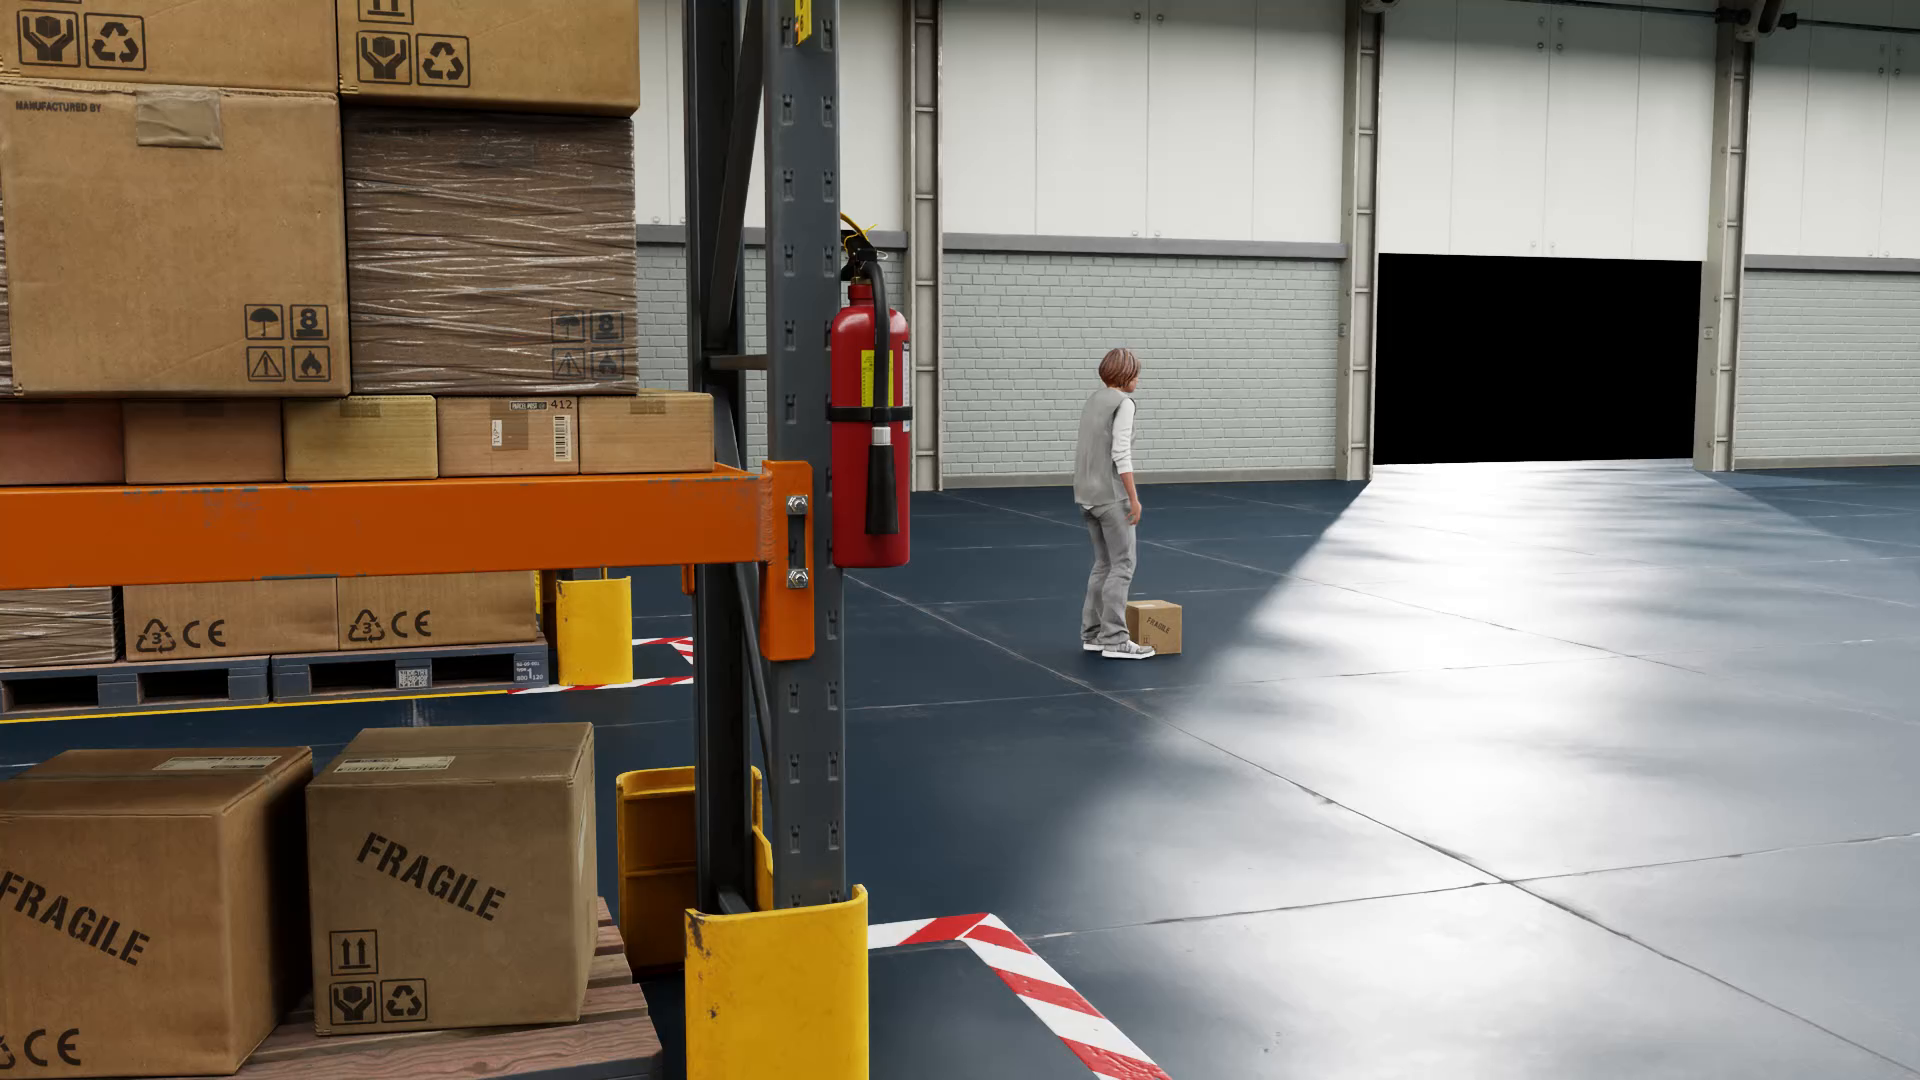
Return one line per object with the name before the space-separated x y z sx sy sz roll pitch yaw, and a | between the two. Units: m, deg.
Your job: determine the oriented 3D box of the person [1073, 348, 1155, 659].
person | 0.782 -0.196 8.648 0.342 1.593 0.485 -2 6 -22
